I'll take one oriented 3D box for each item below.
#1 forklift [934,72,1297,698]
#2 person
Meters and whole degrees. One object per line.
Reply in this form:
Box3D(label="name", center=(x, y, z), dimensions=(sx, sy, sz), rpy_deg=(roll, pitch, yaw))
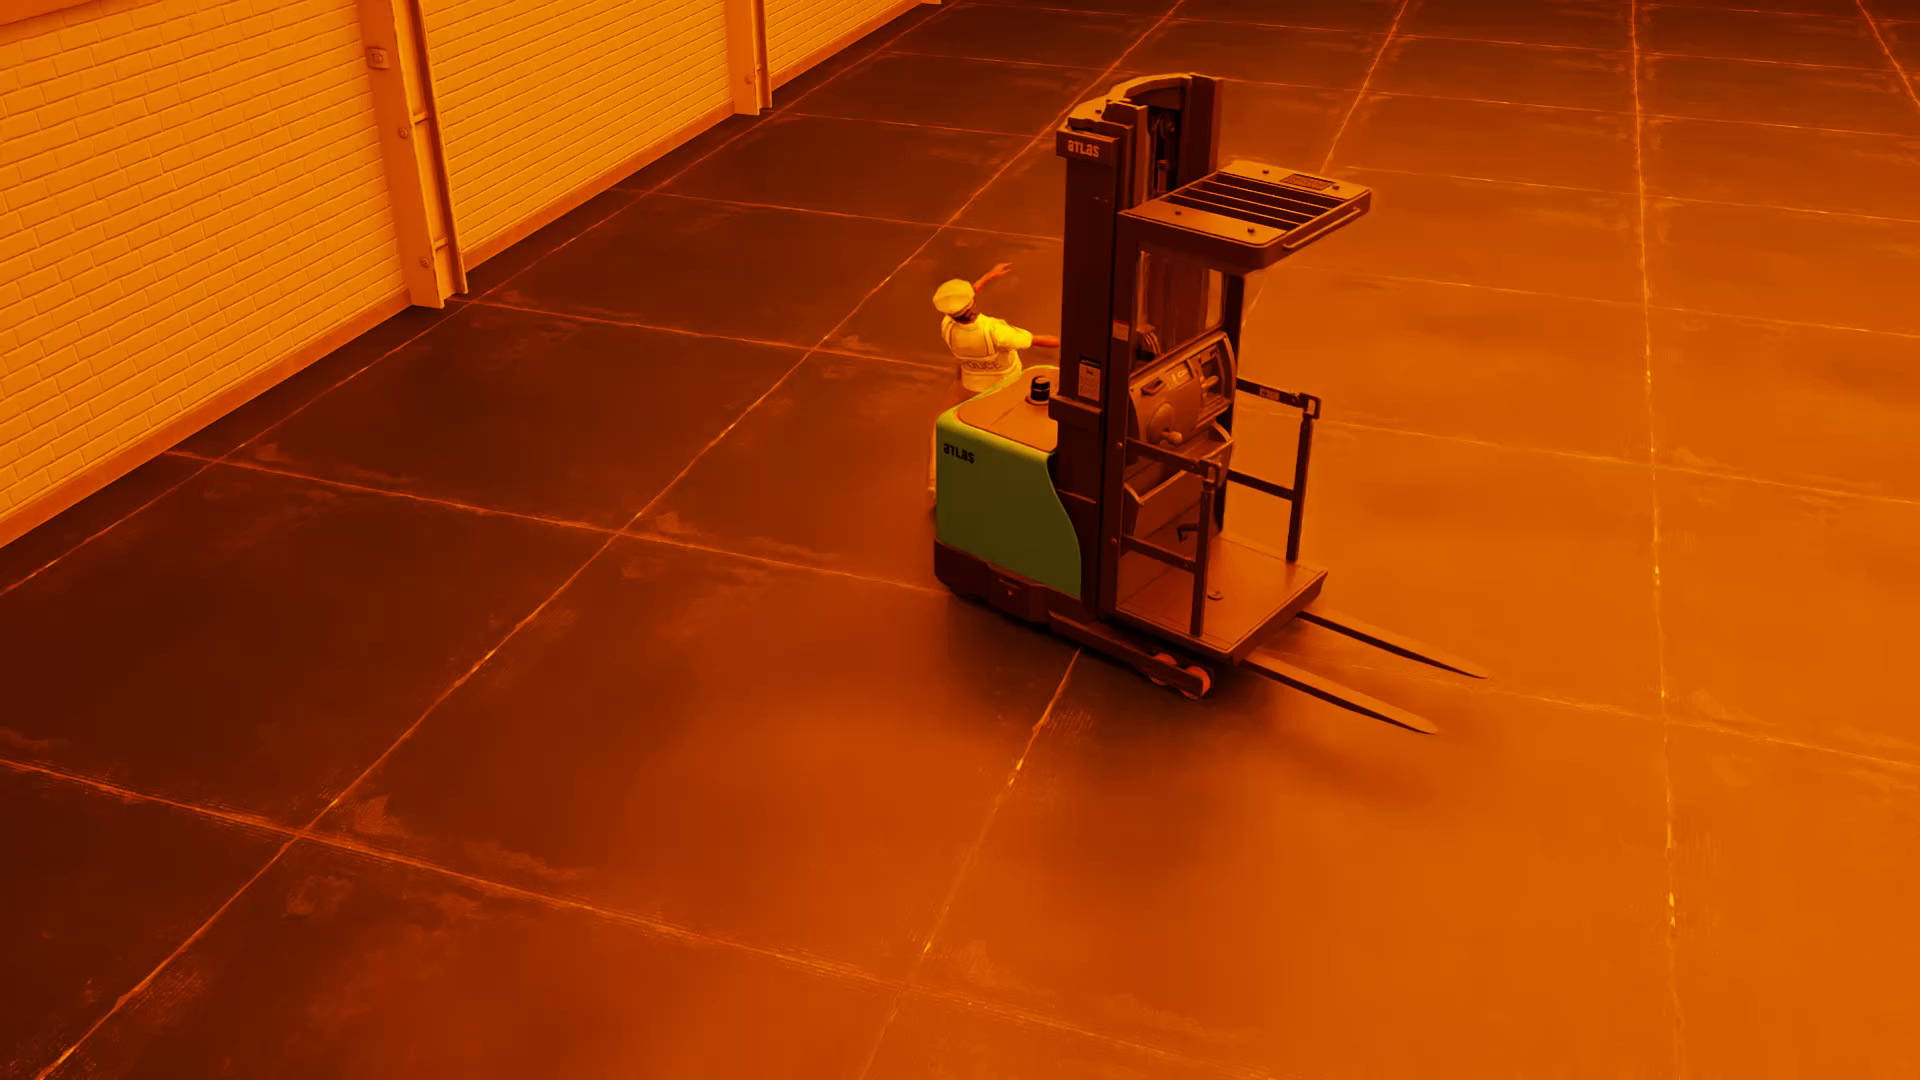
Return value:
Box3D(label="forklift", center=(1.313, -0.746, 8.444), dimensions=(3.031, 2.935, 1.130), rpy_deg=(22, 36, 33))
Box3D(label="person", center=(0.168, -0.973, 10.221), dimensions=(0.745, 1.384, 0.589), rpy_deg=(2, 30, 4))
